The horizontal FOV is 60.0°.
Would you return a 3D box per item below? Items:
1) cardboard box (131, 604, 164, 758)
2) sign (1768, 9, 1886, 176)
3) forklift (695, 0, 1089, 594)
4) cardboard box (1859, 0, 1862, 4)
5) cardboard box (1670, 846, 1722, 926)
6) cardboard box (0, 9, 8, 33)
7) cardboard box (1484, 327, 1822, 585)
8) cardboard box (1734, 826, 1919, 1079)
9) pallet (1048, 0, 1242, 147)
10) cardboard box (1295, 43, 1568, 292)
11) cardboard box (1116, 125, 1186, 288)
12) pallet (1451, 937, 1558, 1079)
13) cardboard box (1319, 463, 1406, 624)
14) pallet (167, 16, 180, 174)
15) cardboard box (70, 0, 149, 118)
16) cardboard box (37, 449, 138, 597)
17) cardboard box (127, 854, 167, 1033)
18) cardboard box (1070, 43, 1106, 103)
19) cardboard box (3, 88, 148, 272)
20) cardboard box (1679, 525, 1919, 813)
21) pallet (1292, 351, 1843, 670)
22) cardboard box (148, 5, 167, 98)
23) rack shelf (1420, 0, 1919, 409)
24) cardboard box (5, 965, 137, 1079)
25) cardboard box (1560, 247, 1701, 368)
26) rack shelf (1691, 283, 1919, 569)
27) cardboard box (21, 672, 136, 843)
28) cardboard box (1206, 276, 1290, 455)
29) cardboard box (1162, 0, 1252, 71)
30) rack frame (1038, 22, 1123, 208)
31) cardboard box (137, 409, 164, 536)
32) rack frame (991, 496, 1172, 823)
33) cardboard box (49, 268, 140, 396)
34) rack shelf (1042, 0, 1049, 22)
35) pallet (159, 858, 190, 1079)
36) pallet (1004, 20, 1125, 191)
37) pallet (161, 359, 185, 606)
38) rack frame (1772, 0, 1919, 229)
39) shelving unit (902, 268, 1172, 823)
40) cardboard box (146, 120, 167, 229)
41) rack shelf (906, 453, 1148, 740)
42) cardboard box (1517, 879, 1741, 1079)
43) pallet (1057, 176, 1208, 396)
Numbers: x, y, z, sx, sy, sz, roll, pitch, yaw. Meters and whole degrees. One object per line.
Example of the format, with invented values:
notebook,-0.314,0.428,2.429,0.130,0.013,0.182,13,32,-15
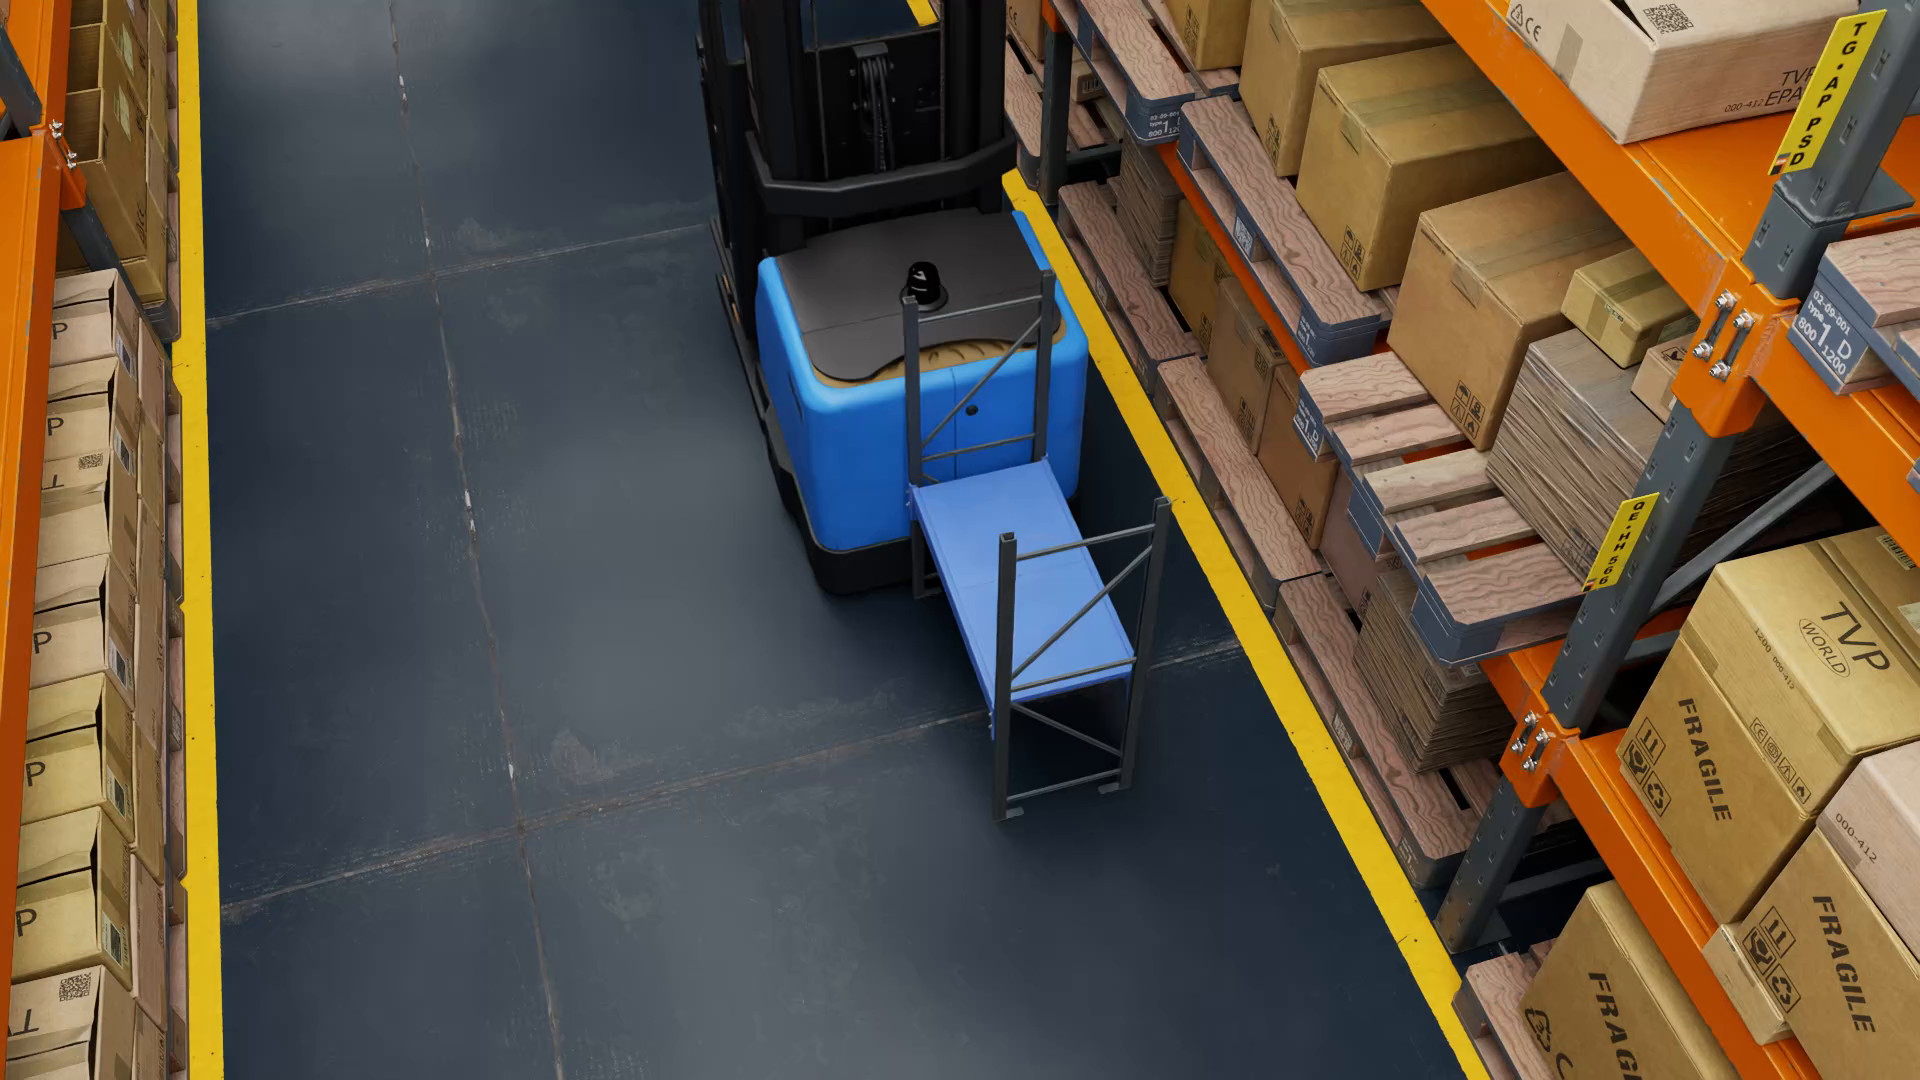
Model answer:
cardboard box,-3.015,0.532,5.653,0.500,0.250,0.500,-12,51,-10
sign,1.532,-0.785,2.940,0.100,0.325,0.005,-13,51,-11
forklift,-0.445,-1.899,6.224,1.130,2.935,3.031,-13,51,-11
cardboard box,2.057,-1.356,3.681,0.500,0.500,0.500,-13,51,-11
cardboard box,1.993,0.780,4.071,0.380,0.149,0.250,-13,51,-10
cardboard box,-4.001,-1.927,6.137,0.700,0.500,0.500,-15,51,-12
cardboard box,1.902,-0.288,4.468,0.700,0.500,0.500,-19,52,-15
cardboard box,2.096,0.890,3.555,0.500,0.500,0.500,-12,51,-10
pallet,0.955,-2.042,6.424,1.003,0.211,1.213,-13,51,-11
cardboard box,1.512,-1.193,5.230,0.700,0.500,0.500,-13,51,-11
cardboard box,1.101,-1.497,7.187,0.700,0.500,0.500,-12,51,-10
pallet,2.212,1.719,4.953,1.003,0.211,1.213,-13,51,-11
cardboard box,1.747,-0.026,5.947,0.700,0.500,0.500,-13,51,-11
pallet,-4.423,-2.156,8.219,1.003,0.211,1.213,-13,51,-11
cardboard box,-3.997,-2.202,7.468,0.500,0.500,0.500,-13,51,-11
cardboard box,-3.165,-0.027,5.758,0.500,0.311,0.500,-13,51,-11
cardboard box,-2.704,1.285,5.018,0.500,0.250,0.500,-15,51,-12
cardboard box,0.681,-2.307,8.088,0.380,0.166,0.250,-19,53,-16
cardboard box,-3.701,-1.472,6.852,0.500,0.500,0.500,-13,51,-11
cardboard box,1.947,0.262,3.594,0.500,0.250,0.500,-12,51,-10
pallet,1.738,-0.208,4.878,1.213,0.211,1.003,-13,51,-11
cardboard box,-4.150,-2.325,8.061,0.500,0.250,0.500,-13,51,-11
rack shelf,1.459,-1.969,4.746,1.077,0.370,4.000,-13,51,-11
cardboard box,-2.555,1.471,4.495,0.500,0.311,0.500,-12,51,-10
cardboard box,1.811,-0.633,4.334,0.380,0.149,0.250,-21,53,-17
rack shelf,2.642,0.953,2.283,1.077,0.370,4.000,-13,51,-11
cardboard box,-2.867,0.716,5.131,0.500,0.311,0.500,-15,51,-12
cardboard box,1.414,-0.749,6.556,0.700,0.500,0.500,-13,51,-11
cardboard box,1.144,-2.079,5.978,0.700,0.500,0.500,-9,50,-7
rack frame,0.868,-2.695,6.849,1.000,3.000,0.127,-13,51,-11
cardboard box,-3.316,-0.214,6.282,0.500,0.250,0.500,-14,51,-12
rack frame,0.352,0.425,5.201,0.500,1.500,0.032,-13,51,-11
cardboard box,-3.470,-0.771,6.384,0.500,0.311,0.500,-13,51,-11
rack shelf,0.276,-3.923,8.356,1.077,0.370,4.000,-13,51,-11
pallet,-2.887,1.638,5.020,1.003,0.211,1.213,-13,51,-11
pallet,0.635,-2.278,8.322,1.003,0.211,1.213,-13,51,-11
pallet,-3.608,-0.144,6.523,1.003,0.211,1.213,-13,51,-11
rack frame,2.051,-1.707,2.093,1.000,3.000,0.127,-13,51,-11
shelving unit,0.207,0.052,5.515,0.538,1.500,1.048,-13,51,-11
cardboard box,-3.854,-1.594,7.446,0.500,0.250,0.500,-13,51,-11
rack shelf,0.207,0.168,5.652,0.538,0.185,1.000,-13,51,-11
cardboard box,2.143,1.351,4.570,0.750,0.750,0.750,-14,51,-11
pallet,1.099,-1.227,7.436,1.003,0.211,1.213,-13,51,-11
